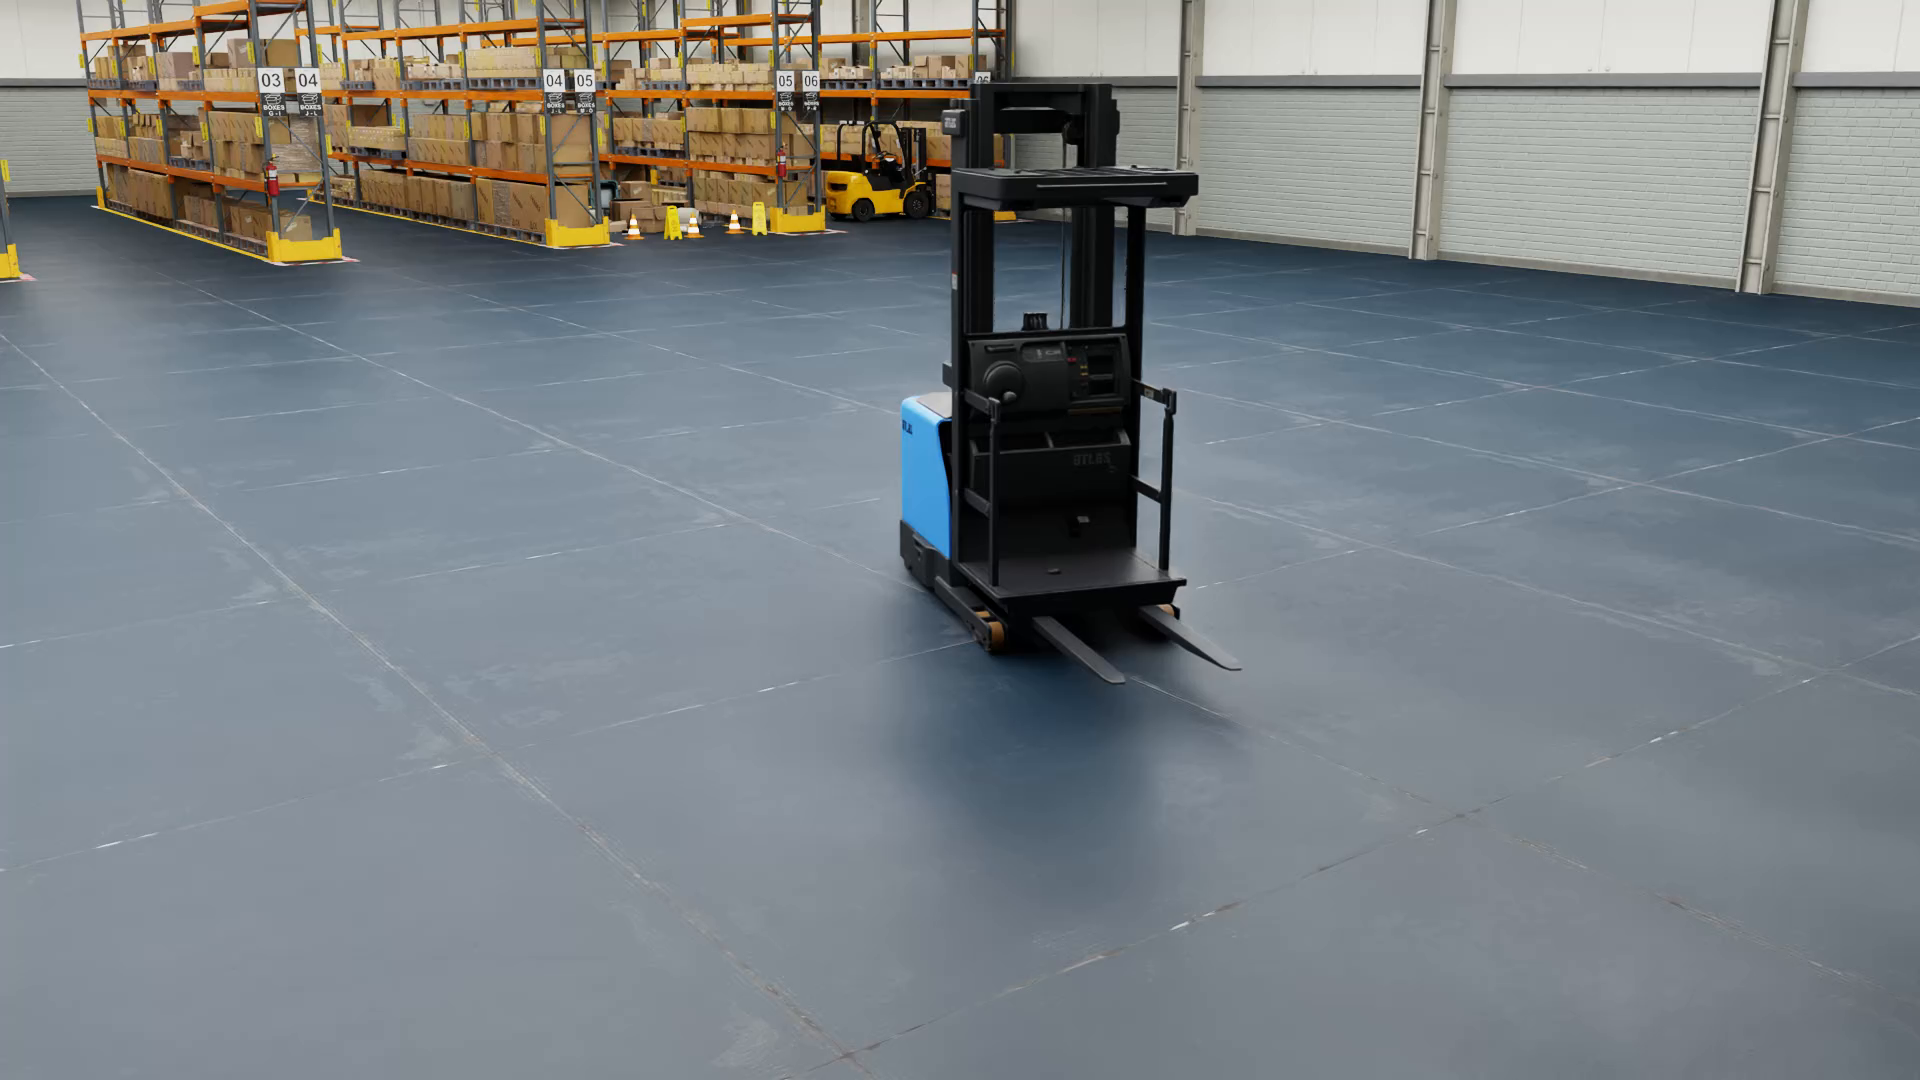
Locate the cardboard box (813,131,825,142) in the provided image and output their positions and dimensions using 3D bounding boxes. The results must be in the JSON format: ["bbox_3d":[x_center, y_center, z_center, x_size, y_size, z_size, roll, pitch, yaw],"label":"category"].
[{"bbox_3d":[-3.355,-10.146,41.800,0.500,0.250,0.500,-11,19,-36],"label":"cardboard box"}]

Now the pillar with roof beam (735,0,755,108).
[{"bbox_3d":[-9.520,-13.699,44.082,9.100,9.000,0.400,-11,19,-35],"label":"pillar with roof beam"}]

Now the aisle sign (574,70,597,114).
[{"bbox_3d":[-6.975,-8.347,30.967,0.394,0.787,0.004,-11,19,-35],"label":"aisle sign"}]

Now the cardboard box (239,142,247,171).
[{"bbox_3d":[-12.282,-6.828,29.590,0.875,0.500,0.500,-11,19,-35],"label":"cardboard box"}]

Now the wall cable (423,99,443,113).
[{"bbox_3d":[-16.056,-12.974,50.812,0.585,1.953,0.123,-11,19,-35],"label":"wall cable"}]

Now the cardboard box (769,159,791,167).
[{"bbox_3d":[-3.707,-7.777,34.285,0.380,0.149,0.250,-10,18,-33],"label":"cardboard box"}]

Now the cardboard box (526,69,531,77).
[{"bbox_3d":[-7.876,-8.710,31.028,0.380,0.149,0.250,-11,19,-34],"label":"cardboard box"}]

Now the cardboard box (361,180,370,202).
[{"bbox_3d":[-14.095,-8.422,40.105,0.500,0.500,0.500,-10,18,-32],"label":"cardboard box"}]

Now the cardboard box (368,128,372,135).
[{"bbox_3d":[-13.533,-9.504,38.672,0.380,0.149,0.250,-10,18,-33],"label":"cardboard box"}]

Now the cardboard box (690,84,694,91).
[{"bbox_3d":[-5.681,-9.926,36.453,0.380,0.149,0.250,-11,19,-35],"label":"cardboard box"}]

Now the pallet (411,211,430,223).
[{"bbox_3d":[-11.560,-7.245,37.147,1.003,0.211,1.213,-11,19,-35],"label":"pallet"}]

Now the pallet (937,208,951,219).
[{"bbox_3d":[0.215,-7.435,37.840,1.003,0.211,1.213,-11,19,-35],"label":"pallet"}]

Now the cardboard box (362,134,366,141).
[{"bbox_3d":[-13.835,-9.471,39.114,0.380,0.149,0.250,-10,18,-32],"label":"cardboard box"}]

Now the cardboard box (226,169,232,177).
[{"bbox_3d":[-13.225,-6.738,30.487,0.380,0.149,0.250,-11,19,-35],"label":"cardboard box"}]

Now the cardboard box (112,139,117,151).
[{"bbox_3d":[-19.464,-9.220,38.800,0.500,0.250,0.500,-10,18,-33],"label":"cardboard box"}]

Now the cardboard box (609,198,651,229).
[{"bbox_3d":[-6.952,-6.894,35.052,0.797,0.637,0.503,-11,19,-35],"label":"cardboard box"}]

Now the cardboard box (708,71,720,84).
[{"bbox_3d":[-5.034,-9.870,35.493,0.500,0.250,0.500,-11,19,-34],"label":"cardboard box"}]

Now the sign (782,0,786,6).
[{"bbox_3d":[-4.438,-13.627,41.900,0.100,0.325,0.005,-11,19,-35],"label":"sign"}]

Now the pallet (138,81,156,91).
[{"bbox_3d":[-16.456,-9.507,34.804,1.213,0.211,1.003,-10,18,-32],"label":"pallet"}]

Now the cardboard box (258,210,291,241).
[{"bbox_3d":[-12.416,-5.705,30.179,0.500,0.500,0.500,-9,18,-29],"label":"cardboard box"}]

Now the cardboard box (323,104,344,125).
[{"bbox_3d":[-15.725,-10.686,41.789,0.500,0.500,0.500,-12,19,-36],"label":"cardboard box"}]

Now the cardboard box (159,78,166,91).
[{"bbox_3d":[-15.964,-9.256,33.816,0.500,0.250,0.500,-10,18,-34],"label":"cardboard box"}]

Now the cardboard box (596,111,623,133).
[{"bbox_3d":[-8.534,-10.160,40.433,0.500,0.500,0.500,-11,19,-36],"label":"cardboard box"}]

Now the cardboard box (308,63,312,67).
[{"bbox_3d":[-16.282,-12.003,42.149,0.380,0.149,0.250,-11,19,-34],"label":"cardboard box"}]

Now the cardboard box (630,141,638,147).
[{"bbox_3d":[-7.570,-9.350,39.236,0.380,0.149,0.250,-11,19,-34],"label":"cardboard box"}]

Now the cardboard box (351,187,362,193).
[{"bbox_3d":[-14.757,-8.613,40.905,0.380,0.149,0.250,-10,18,-33],"label":"cardboard box"}]

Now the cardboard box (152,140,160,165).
[{"bbox_3d":[-16.813,-8.244,35.326,0.500,0.500,0.500,-11,19,-35],"label":"cardboard box"}]

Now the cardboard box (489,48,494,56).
[{"bbox_3d":[-8.922,-9.475,32.310,0.380,0.149,0.250,-11,19,-35],"label":"cardboard box"}]

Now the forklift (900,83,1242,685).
[{"bbox_3d":[0.565,-0.933,8.934,1.130,2.935,3.031,-5,16,-18],"label":"forklift"}]

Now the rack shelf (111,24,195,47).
[{"bbox_3d":[-17.210,-10.802,35.619,1.077,0.370,4.000,-11,19,-35],"label":"rack shelf"}]

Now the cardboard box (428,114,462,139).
[{"bbox_3d":[-11.105,-8.986,36.143,0.700,0.500,0.500,-11,19,-35],"label":"cardboard box"}]

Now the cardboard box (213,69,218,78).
[{"bbox_3d":[-13.386,-8.509,30.331,0.380,0.149,0.250,-11,19,-34],"label":"cardboard box"}]

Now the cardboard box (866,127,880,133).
[{"bbox_3d":[-2.034,-9.877,40.062,0.380,0.149,0.250,-10,18,-33],"label":"cardboard box"}]

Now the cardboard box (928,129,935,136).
[{"bbox_3d":[-0.506,-9.285,37.899,0.380,0.149,0.250,-11,19,-34],"label":"cardboard box"}]

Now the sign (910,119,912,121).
[{"bbox_3d":[-1.205,-10.019,40.211,0.100,0.325,0.005,-11,19,-35],"label":"sign"}]

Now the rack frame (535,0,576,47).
[{"bbox_3d":[-10.370,-13.308,42.652,1.000,3.000,0.127,-11,19,-35],"label":"rack frame"}]

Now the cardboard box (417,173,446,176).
[{"bbox_3d":[-12.172,-8.313,38.288,0.500,0.250,0.500,-12,19,-37],"label":"cardboard box"}]

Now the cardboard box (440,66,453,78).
[{"bbox_3d":[-10.515,-9.771,34.710,0.500,0.250,0.500,-11,19,-35],"label":"cardboard box"}]

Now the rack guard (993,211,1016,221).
[{"bbox_3d":[0.713,-7.412,37.210,1.175,0.500,0.348,-11,19,-35],"label":"rack guard"}]

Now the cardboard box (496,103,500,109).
[{"bbox_3d":[-12.465,-11.875,45.468,0.380,0.149,0.250,-10,18,-33],"label":"cardboard box"}]

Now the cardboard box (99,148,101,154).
[{"bbox_3d":[-20.644,-9.427,40.314,0.380,0.149,0.250,-11,19,-35],"label":"cardboard box"}]

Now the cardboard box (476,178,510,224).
[{"bbox_3d":[-9.298,-6.948,34.011,0.875,0.875,0.875,-11,19,-34],"label":"cardboard box"}]

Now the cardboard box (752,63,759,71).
[{"bbox_3d":[-4.038,-9.701,34.121,0.380,0.149,0.250,-11,19,-35],"label":"cardboard box"}]

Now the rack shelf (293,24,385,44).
[{"bbox_3d":[-15.491,-12.596,41.421,1.077,0.370,4.000,-11,19,-35],"label":"rack shelf"}]

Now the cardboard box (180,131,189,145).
[{"bbox_3d":[-15.684,-8.163,34.235,0.500,0.500,0.500,-14,21,-41],"label":"cardboard box"}]

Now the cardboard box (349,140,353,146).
[{"bbox_3d":[-14.455,-9.550,39.967,0.380,0.149,0.250,-12,19,-37],"label":"cardboard box"}]

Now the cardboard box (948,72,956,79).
[{"bbox_3d":[-0.034,-10.329,36.942,0.380,0.149,0.250,-12,19,-36],"label":"cardboard box"}]

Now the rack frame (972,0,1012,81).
[{"bbox_3d":[0.698,-11.516,36.107,1.000,3.000,0.127,-11,19,-35],"label":"rack frame"}]

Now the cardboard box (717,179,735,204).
[{"bbox_3d":[-4.910,-7.552,35.981,0.500,0.500,0.500,-10,18,-32],"label":"cardboard box"}]

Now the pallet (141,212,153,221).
[{"bbox_3d":[-17.871,-7.378,37.632,1.003,0.211,1.213,-11,19,-35],"label":"pallet"}]

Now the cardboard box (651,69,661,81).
[{"bbox_3d":[-6.719,-10.603,37.940,0.500,0.250,0.500,-11,19,-34],"label":"cardboard box"}]

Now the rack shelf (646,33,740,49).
[{"bbox_3d":[-7.533,-14.157,47.125,1.077,0.370,4.000,-11,19,-35],"label":"rack shelf"}]
